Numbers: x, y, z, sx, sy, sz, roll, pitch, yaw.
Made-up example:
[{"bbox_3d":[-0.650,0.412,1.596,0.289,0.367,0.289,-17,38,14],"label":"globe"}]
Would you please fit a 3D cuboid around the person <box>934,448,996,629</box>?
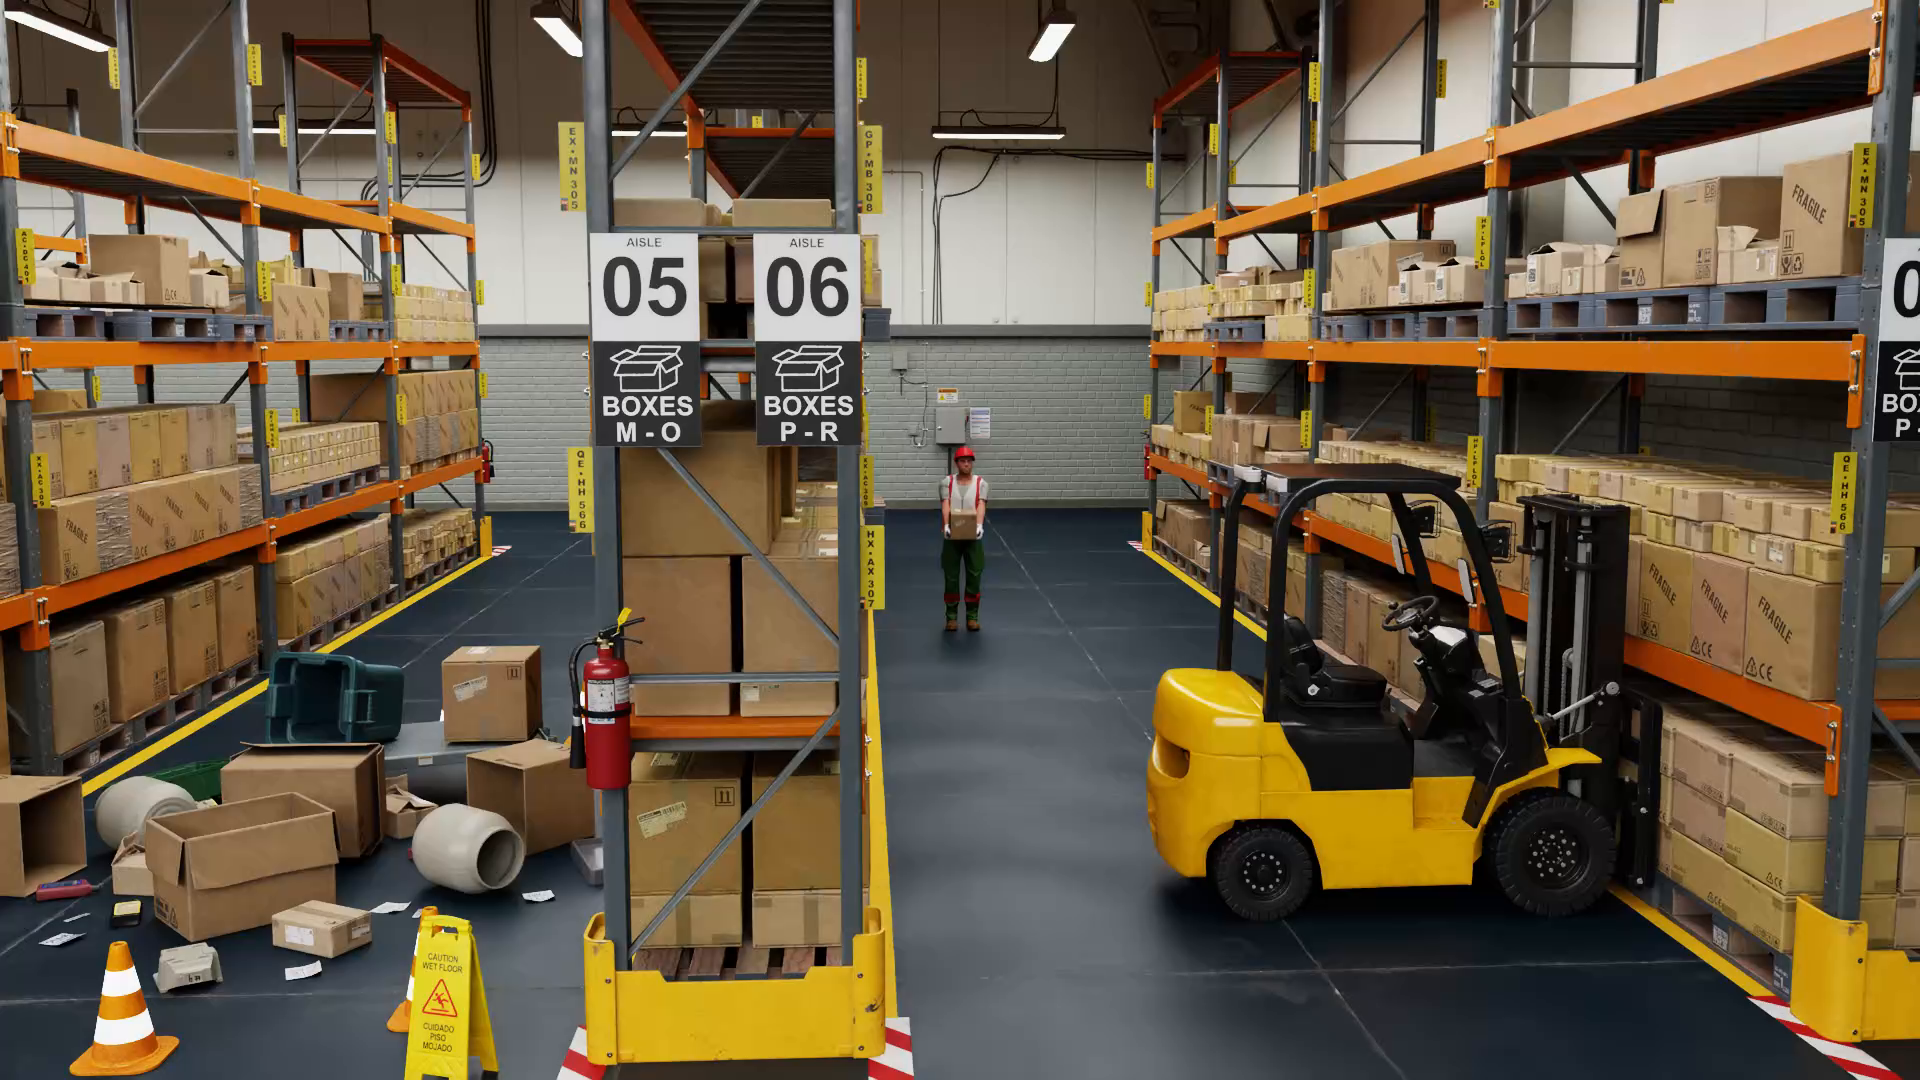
[{"bbox_3d":[0.051,-0.017,16.320,0.616,1.778,0.453,-1,7,-7],"label":"person"}]
